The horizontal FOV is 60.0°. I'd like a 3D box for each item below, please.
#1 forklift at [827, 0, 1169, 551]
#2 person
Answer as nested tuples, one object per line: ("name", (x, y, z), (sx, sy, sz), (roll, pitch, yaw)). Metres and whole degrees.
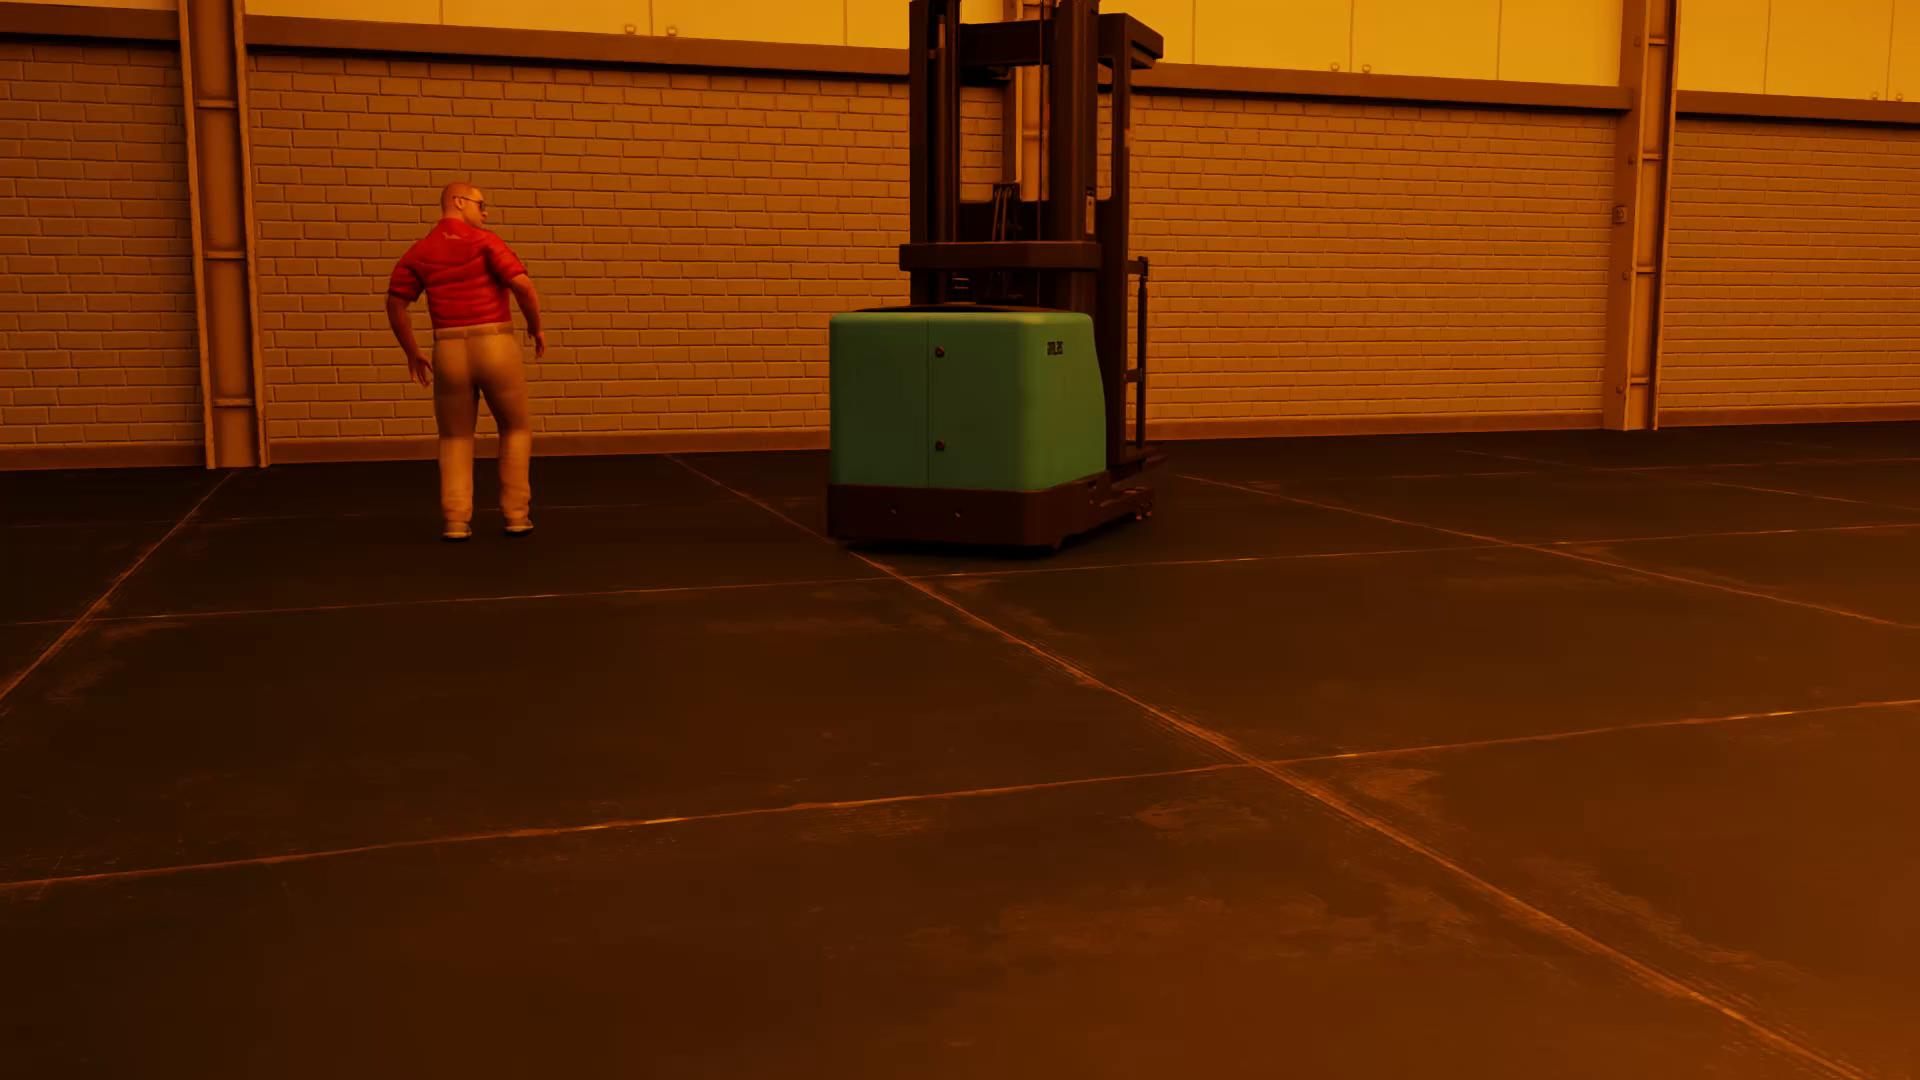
("forklift", (0.396, -1.564, 8.549), (1.130, 2.935, 3.031), (3, 8, 21))
("person", (-2.358, -0.860, 8.000), (0.736, 1.696, 0.507), (0, 8, 0))
